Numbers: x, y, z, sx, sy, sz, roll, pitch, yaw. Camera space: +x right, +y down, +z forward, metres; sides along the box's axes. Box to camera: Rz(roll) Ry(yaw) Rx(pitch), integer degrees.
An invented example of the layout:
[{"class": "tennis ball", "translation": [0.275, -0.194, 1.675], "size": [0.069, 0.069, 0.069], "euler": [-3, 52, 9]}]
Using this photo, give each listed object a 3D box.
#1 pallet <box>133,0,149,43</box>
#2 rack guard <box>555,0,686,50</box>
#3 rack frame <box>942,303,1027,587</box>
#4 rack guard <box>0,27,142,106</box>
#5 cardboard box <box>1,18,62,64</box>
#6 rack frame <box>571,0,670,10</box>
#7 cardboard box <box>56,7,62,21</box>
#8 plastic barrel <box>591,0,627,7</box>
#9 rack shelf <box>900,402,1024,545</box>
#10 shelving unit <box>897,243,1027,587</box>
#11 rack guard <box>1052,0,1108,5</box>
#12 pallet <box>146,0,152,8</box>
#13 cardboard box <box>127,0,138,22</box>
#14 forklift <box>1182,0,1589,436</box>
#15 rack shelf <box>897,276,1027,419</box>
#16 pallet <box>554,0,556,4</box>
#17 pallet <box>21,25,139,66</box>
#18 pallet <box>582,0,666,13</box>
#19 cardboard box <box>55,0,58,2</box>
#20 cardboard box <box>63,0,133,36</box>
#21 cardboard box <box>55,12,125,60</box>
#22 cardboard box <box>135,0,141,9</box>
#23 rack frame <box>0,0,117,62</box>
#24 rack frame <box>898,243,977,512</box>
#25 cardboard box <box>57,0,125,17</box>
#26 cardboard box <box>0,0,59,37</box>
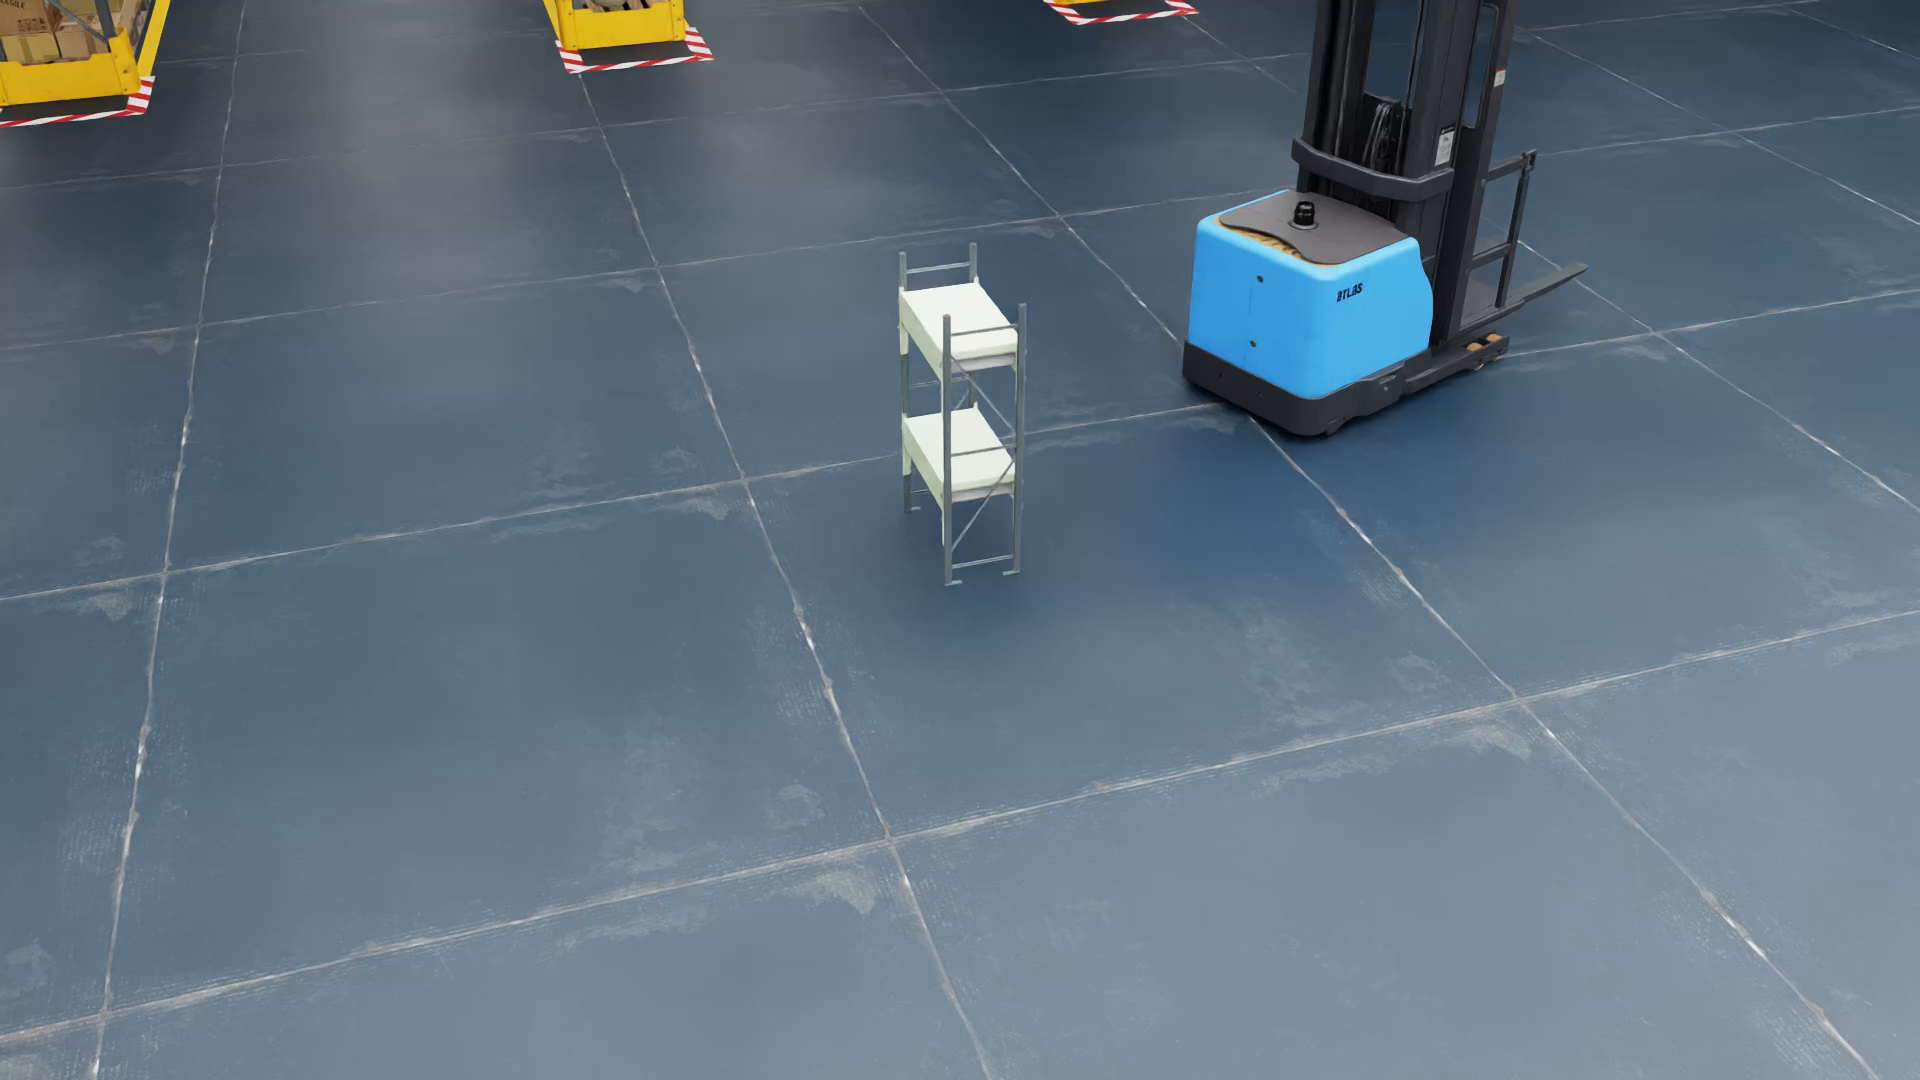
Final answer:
[{"class": "pallet", "translation": [-8.539, -5.085, 16.253], "size": [1.003, 0.211, 1.213], "euler": [-10, 35, -15]}, {"class": "rack guard", "translation": [-3.246, -5.034, 15.915], "size": [1.175, 0.500, 0.348], "euler": [-10, 35, -15]}, {"class": "rack frame", "translation": [0.114, -0.430, 8.040], "size": [0.400, 1.500, 0.023], "euler": [-10, 35, -15]}, {"class": "rack guard", "translation": [-7.890, -4.159, 14.590], "size": [1.175, 0.500, 0.348], "euler": [-10, 35, -15]}, {"class": "cardboard box", "translation": [-8.342, -4.474, 14.913], "size": [0.500, 0.250, 0.500], "euler": [-10, 35, -15]}, {"class": "rack frame", "translation": [-3.179, -6.045, 15.177], "size": [1.000, 3.000, 0.127], "euler": [-10, 35, -15]}, {"class": "cardboard box", "translation": [-8.506, -4.734, 15.307], "size": [0.500, 0.250, 0.500], "euler": [-10, 35, -15]}, {"class": "plastic barrel", "translation": [-3.452, -5.515, 16.251], "size": [0.421, 0.512, 0.421], "euler": [0, 33, 0]}, {"class": "rack shelf", "translation": [0.002, -0.350, 8.511], "size": [0.431, 0.370, 0.720], "euler": [-10, 35, -15]}, {"class": "shelving unit", "translation": [0.002, -0.622, 8.331], "size": [0.431, 1.500, 0.755], "euler": [-10, 35, -15]}, {"class": "rack guard", "translation": [1.515, -5.875, 17.187], "size": [1.175, 0.500, 0.348], "euler": [-10, 35, -15]}, {"class": "pallet", "translation": [-8.914, -5.726, 17.224], "size": [1.003, 0.211, 1.213], "euler": [-10, 35, -15]}, {"class": "cardboard box", "translation": [-8.157, -5.085, 15.838], "size": [0.500, 0.250, 0.500], "euler": [-10, 35, -15]}, {"class": "forklift", "translation": [2.819, -2.484, 9.851], "size": [3.031, 2.935, 1.130], "euler": [-24, 40, -32]}, {"class": "rack shelf", "translation": [0.002, -0.948, 8.116], "size": [0.431, 0.370, 0.720], "euler": [-10, 35, -15]}, {"class": "pallet", "translation": [-3.858, -5.980, 17.609], "size": [1.003, 0.211, 1.213], "euler": [-10, 35, -15]}, {"class": "pallet", "translation": [-8.170, -4.445, 15.285], "size": [1.003, 0.211, 1.213], "euler": [-10, 35, -15]}, {"class": "pallet", "translation": [-3.489, -5.341, 16.641], "size": [1.003, 0.211, 1.213], "euler": [-10, 35, -15]}, {"class": "cardboard box", "translation": [-8.663, -5.309, 15.496], "size": [0.500, 0.500, 0.500], "euler": [-10, 35, -15]}, {"class": "cardboard box", "translation": [-8.005, -4.823, 15.441], "size": [0.500, 0.250, 0.500], "euler": [-10, 35, -15]}, {"class": "cardboard box", "translation": [-7.849, -4.561, 15.045], "size": [0.500, 0.250, 0.500], "euler": [-10, 35, -15]}, {"class": "cardboard box", "translation": [-8.305, -5.349, 16.237], "size": [0.500, 0.250, 0.500], "euler": [-10, 35, -15]}, {"class": "rack frame", "translation": [-7.897, -5.214, 13.920], "size": [1.000, 3.000, 0.127], "euler": [-10, 35, -15]}, {"class": "rack frame", "translation": [-0.110, -0.814, 8.622], "size": [0.400, 1.500, 0.023], "euler": [-10, 35, -15]}, {"class": "cardboard box", "translation": [-8.003, -5.136, 15.235], "size": [0.500, 0.500, 0.500], "euler": [-10, 35, -15]}, {"class": "cardboard box", "translation": [-8.344, -4.786, 14.706], "size": [0.500, 0.500, 0.500], "euler": [-10, 35, -15]}]
